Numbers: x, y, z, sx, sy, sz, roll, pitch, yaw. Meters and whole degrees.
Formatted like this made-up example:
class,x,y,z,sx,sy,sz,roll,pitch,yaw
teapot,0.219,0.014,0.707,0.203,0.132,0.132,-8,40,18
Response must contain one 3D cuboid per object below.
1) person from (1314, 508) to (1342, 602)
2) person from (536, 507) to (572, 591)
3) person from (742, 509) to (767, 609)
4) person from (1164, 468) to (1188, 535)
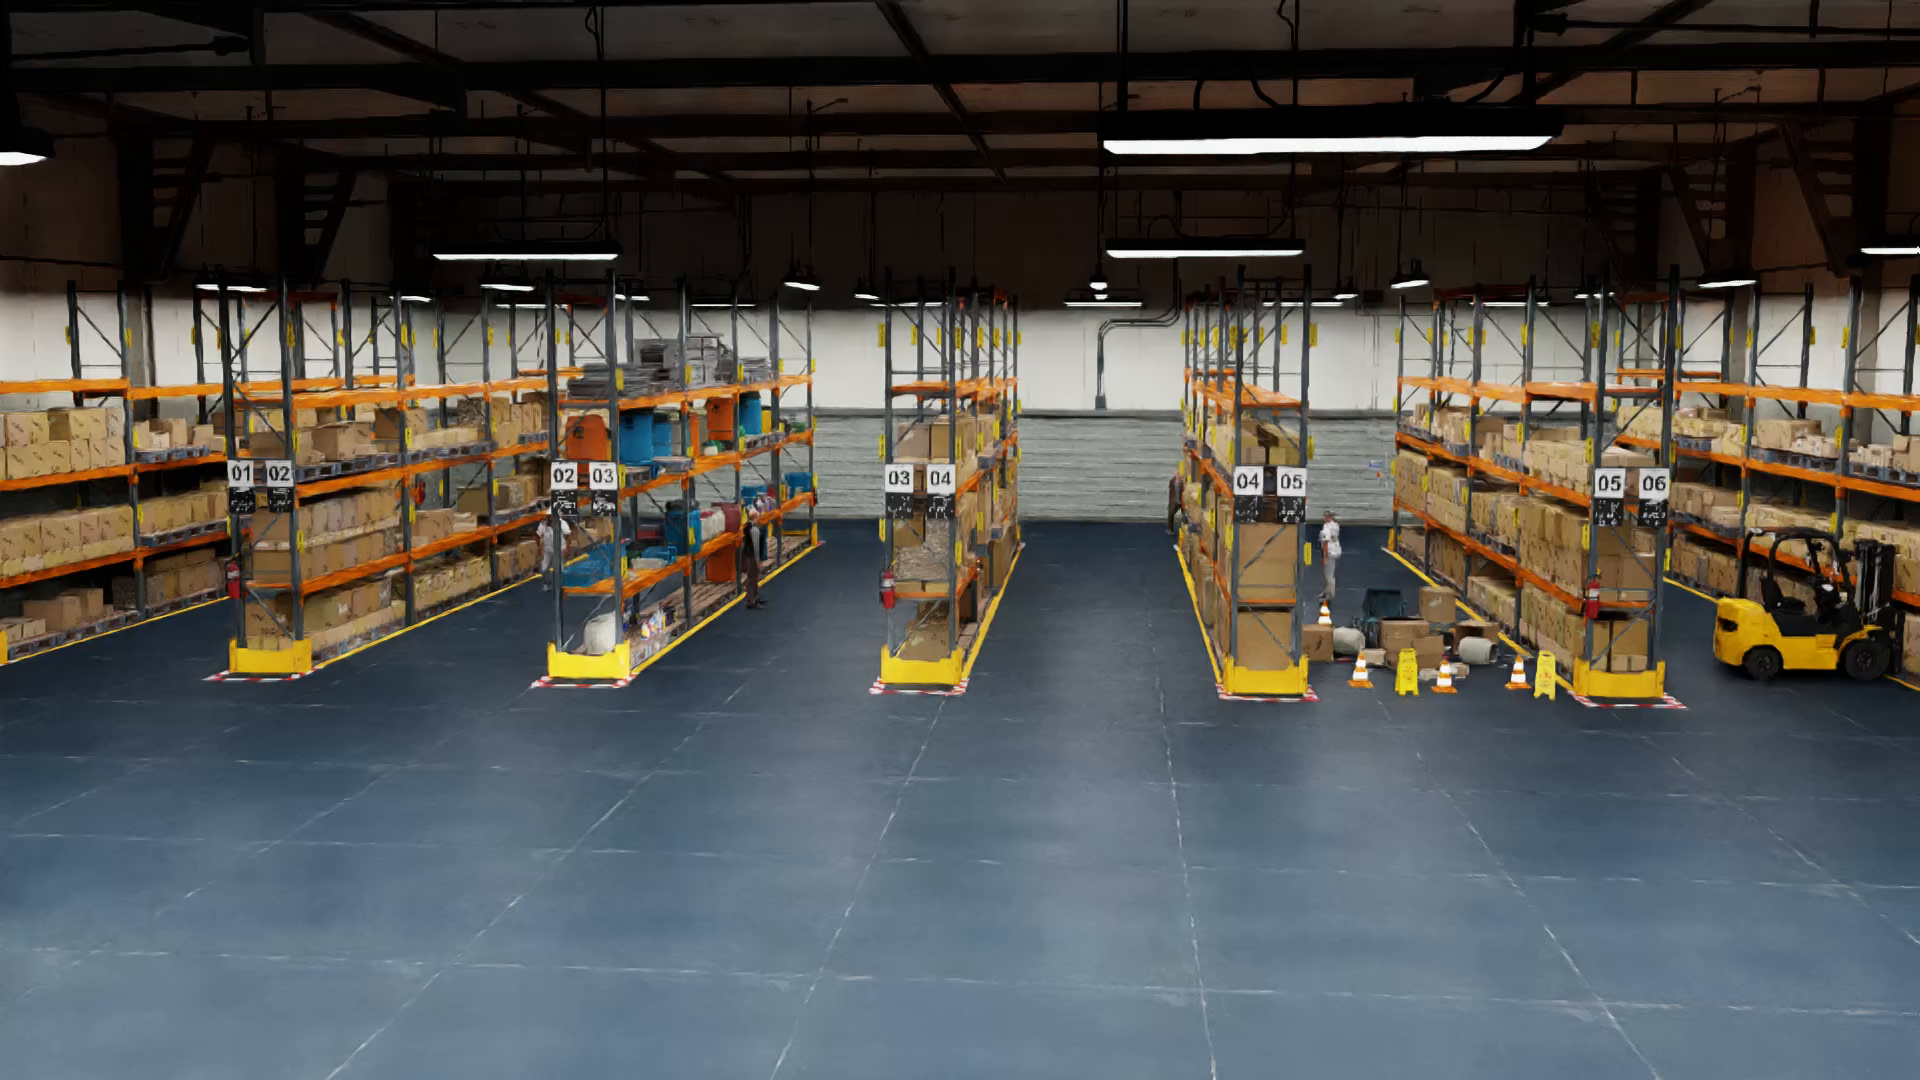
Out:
class,x,y,z,sx,sy,sz,roll,pitch,yaw
person,6.975,0.282,31.647,0.504,1.757,0.588,5,8,35
person,-7.996,0.191,32.717,0.719,1.714,0.578,0,7,3
person,-3.578,0.312,29.183,0.465,1.731,0.598,-3,7,-20
person,5.589,-0.992,42.356,0.634,1.722,1.045,3,8,25
